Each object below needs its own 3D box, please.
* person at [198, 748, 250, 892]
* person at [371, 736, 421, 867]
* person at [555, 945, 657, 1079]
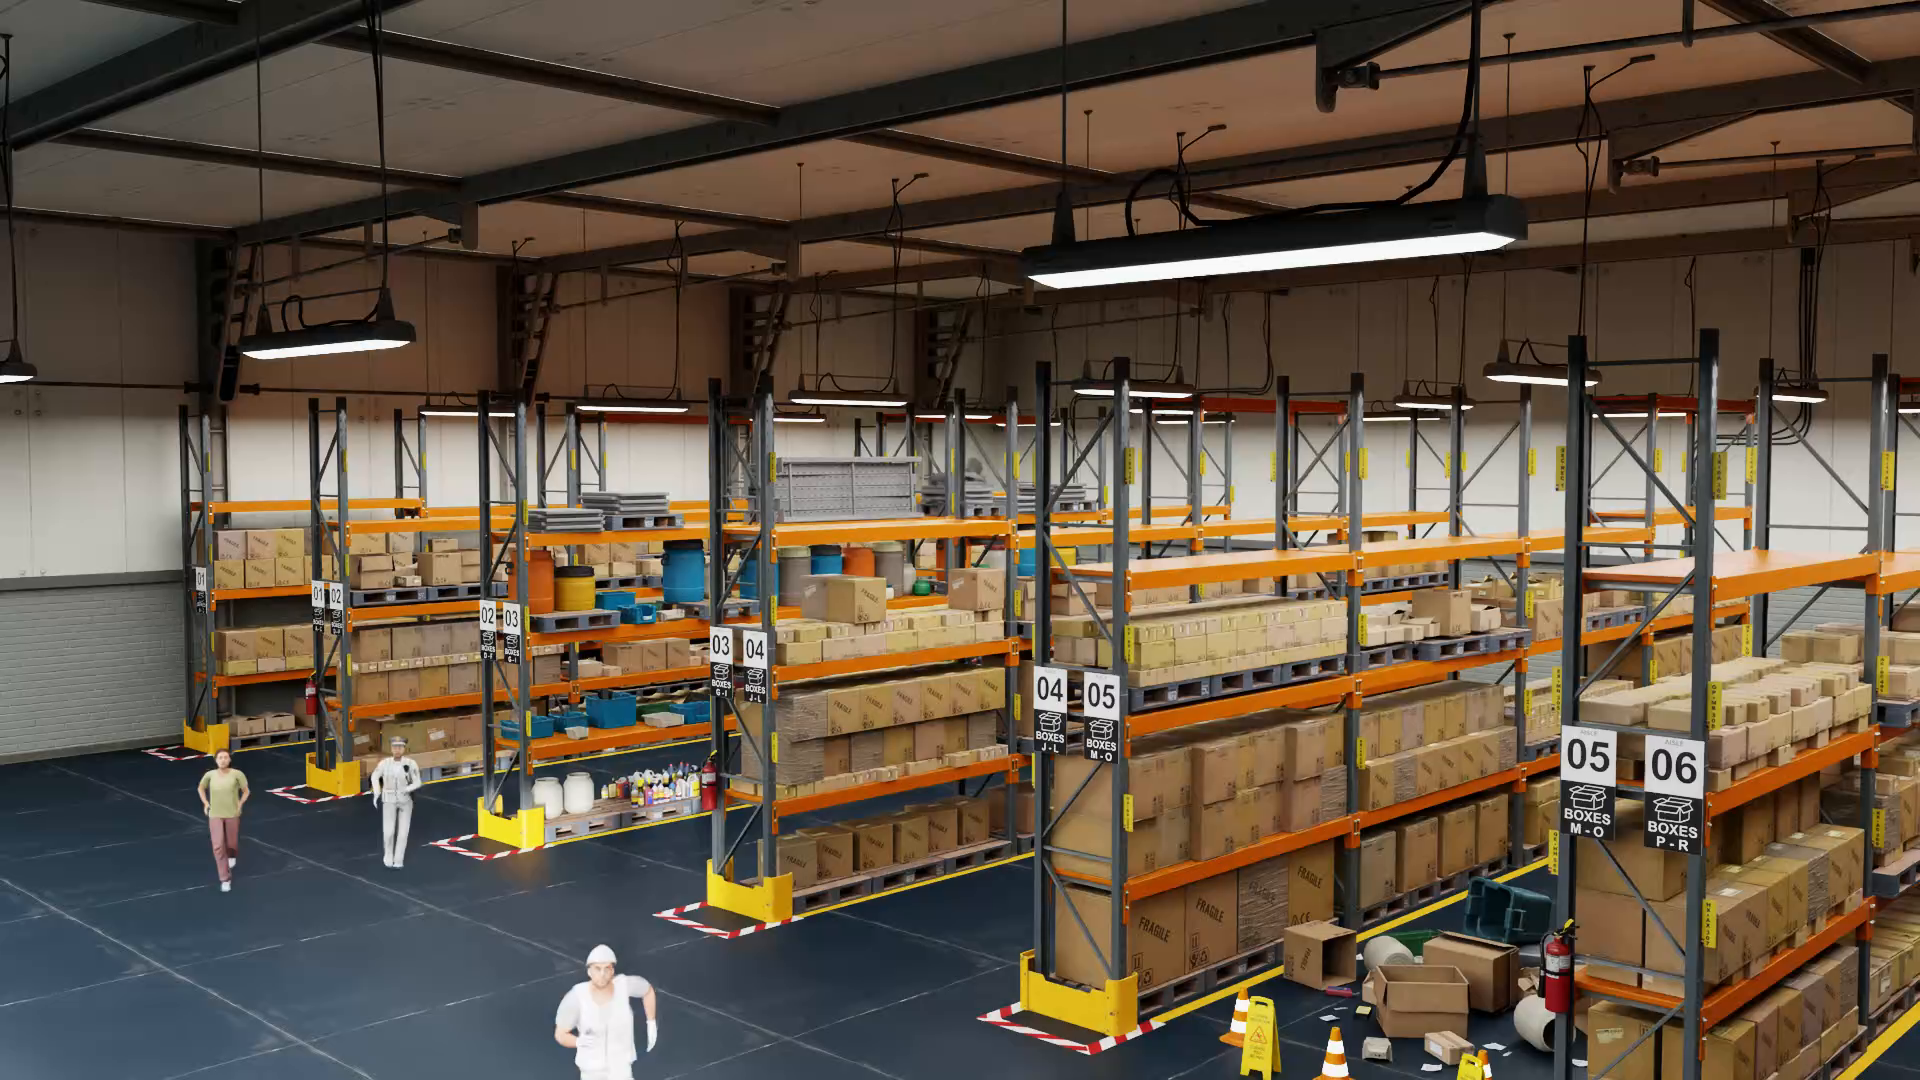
[{"bbox_3d":[-8.796,3.305,19.881,0.579,1.657,0.804,-1,3,-21],"label":"person"},{"bbox_3d":[-6.943,3.240,20.495,0.590,1.654,0.603,-1,3,-19],"label":"person"},{"bbox_3d":[-2.449,3.663,11.537,0.693,1.786,0.839,-1,3,-12],"label":"person"}]
